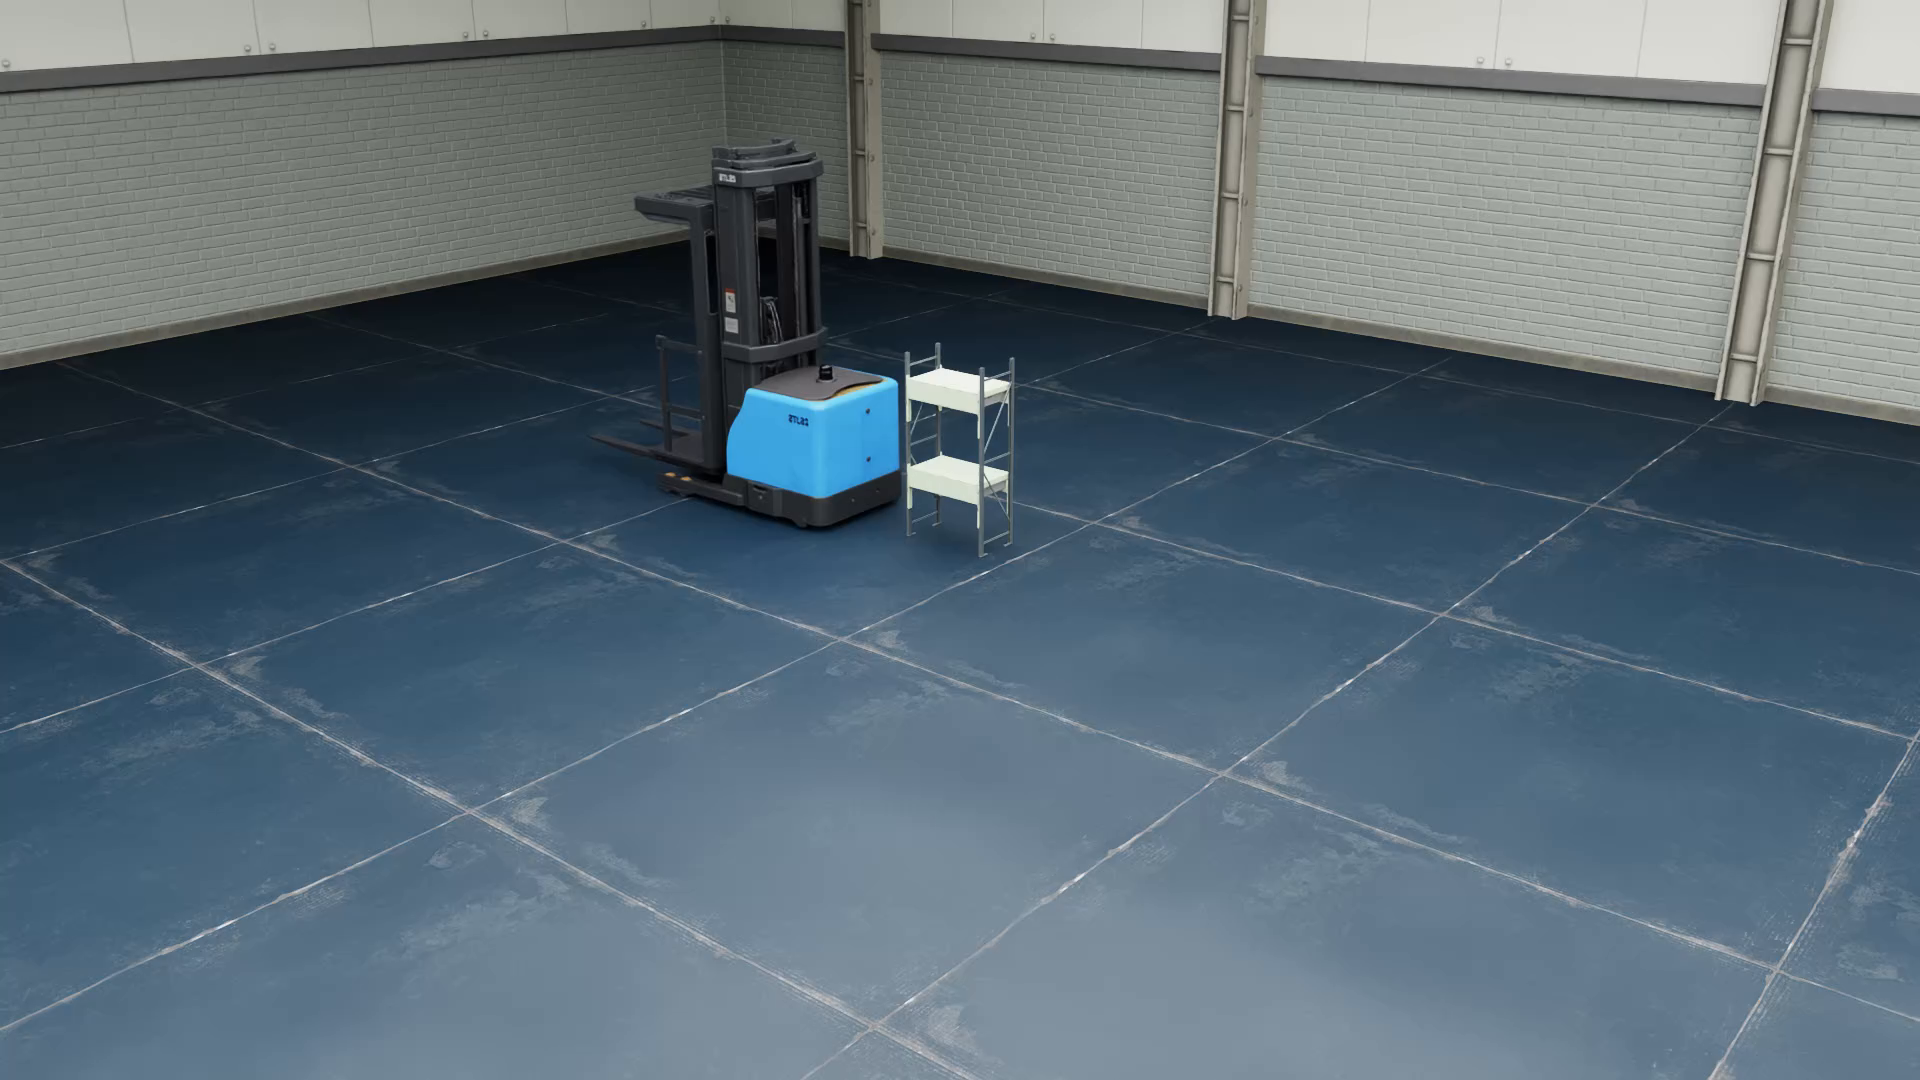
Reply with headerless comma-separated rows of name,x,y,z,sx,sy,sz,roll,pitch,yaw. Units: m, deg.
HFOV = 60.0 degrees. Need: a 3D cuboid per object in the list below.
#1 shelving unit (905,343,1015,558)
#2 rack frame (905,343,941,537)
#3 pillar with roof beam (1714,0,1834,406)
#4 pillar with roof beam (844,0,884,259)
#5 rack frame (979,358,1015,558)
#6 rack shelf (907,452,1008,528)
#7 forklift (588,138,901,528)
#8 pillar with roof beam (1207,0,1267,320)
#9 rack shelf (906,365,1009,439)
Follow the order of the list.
shelving unit,-0.005,-0.703,12.907,0.755,1.500,0.431,16,26,36
rack frame,-0.289,-0.785,13.124,0.023,1.500,0.400,16,26,36
pillar with roof beam,5.227,-4.466,12.257,0.400,9.000,9.100,16,26,36
pillar with roof beam,-4.069,-7.143,19.357,0.400,9.000,9.100,16,26,36
rack frame,0.278,-0.622,12.691,0.023,1.500,0.400,16,26,36
rack shelf,-0.005,-0.398,13.023,0.720,0.370,0.431,16,26,36
forklift,-1.966,-1.871,13.976,3.031,2.935,1.130,15,26,35
pillar with roof beam,0.579,-5.805,15.807,0.400,9.000,9.100,16,26,36
rack shelf,-0.005,-1.068,12.770,0.720,0.370,0.431,16,26,36
